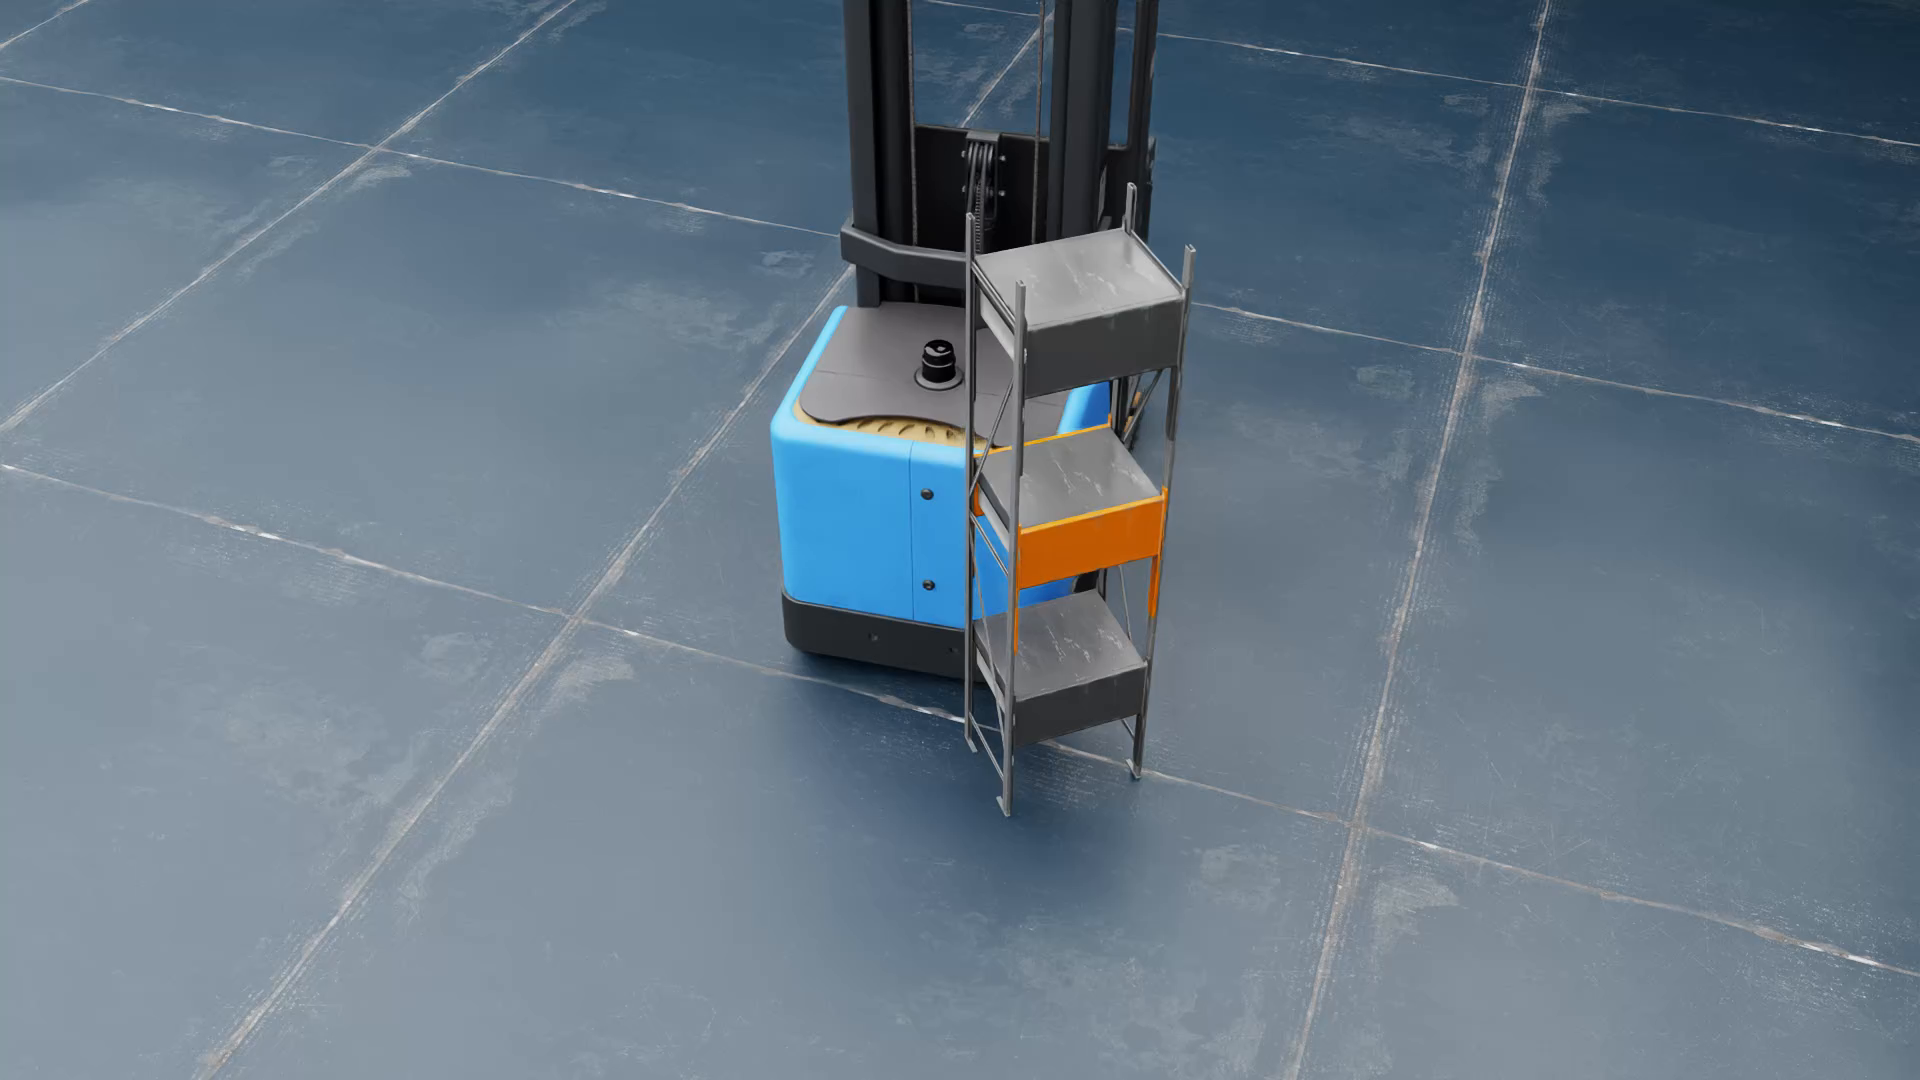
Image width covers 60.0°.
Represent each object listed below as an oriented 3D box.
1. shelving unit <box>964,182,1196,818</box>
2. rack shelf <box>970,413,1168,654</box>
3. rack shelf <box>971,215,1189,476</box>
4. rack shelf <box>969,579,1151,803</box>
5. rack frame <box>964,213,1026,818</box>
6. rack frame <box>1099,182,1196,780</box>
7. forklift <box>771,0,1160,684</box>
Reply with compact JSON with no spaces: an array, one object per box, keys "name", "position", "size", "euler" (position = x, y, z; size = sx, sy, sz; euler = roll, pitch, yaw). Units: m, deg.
[{"name":"shelving unit","position":[0.321,-0.033,5.171],"size":[0.503,2.100,0.431],"euler":[-14,42,-16]},{"name":"rack shelf","position":[0.321,-0.023,5.180],"size":[0.480,0.518,0.431],"euler":[-14,42,-16]},{"name":"rack shelf","position":[0.322,-0.556,4.726],"size":[0.480,0.518,0.431],"euler":[-14,42,-16]},{"name":"rack shelf","position":[0.321,0.509,5.635],"size":[0.480,0.518,0.431],"euler":[-14,42,-16]},{"name":"rack frame","position":[0.093,0.022,5.106],"size":[0.015,2.100,0.400],"euler":[-14,42,-16]},{"name":"rack frame","position":[0.550,-0.089,5.237],"size":[0.015,2.100,0.400],"euler":[-14,42,-16]},{"name":"forklift","position":[0.199,-1.536,6.293],"size":[1.130,2.935,3.031],"euler":[9,41,11]}]
